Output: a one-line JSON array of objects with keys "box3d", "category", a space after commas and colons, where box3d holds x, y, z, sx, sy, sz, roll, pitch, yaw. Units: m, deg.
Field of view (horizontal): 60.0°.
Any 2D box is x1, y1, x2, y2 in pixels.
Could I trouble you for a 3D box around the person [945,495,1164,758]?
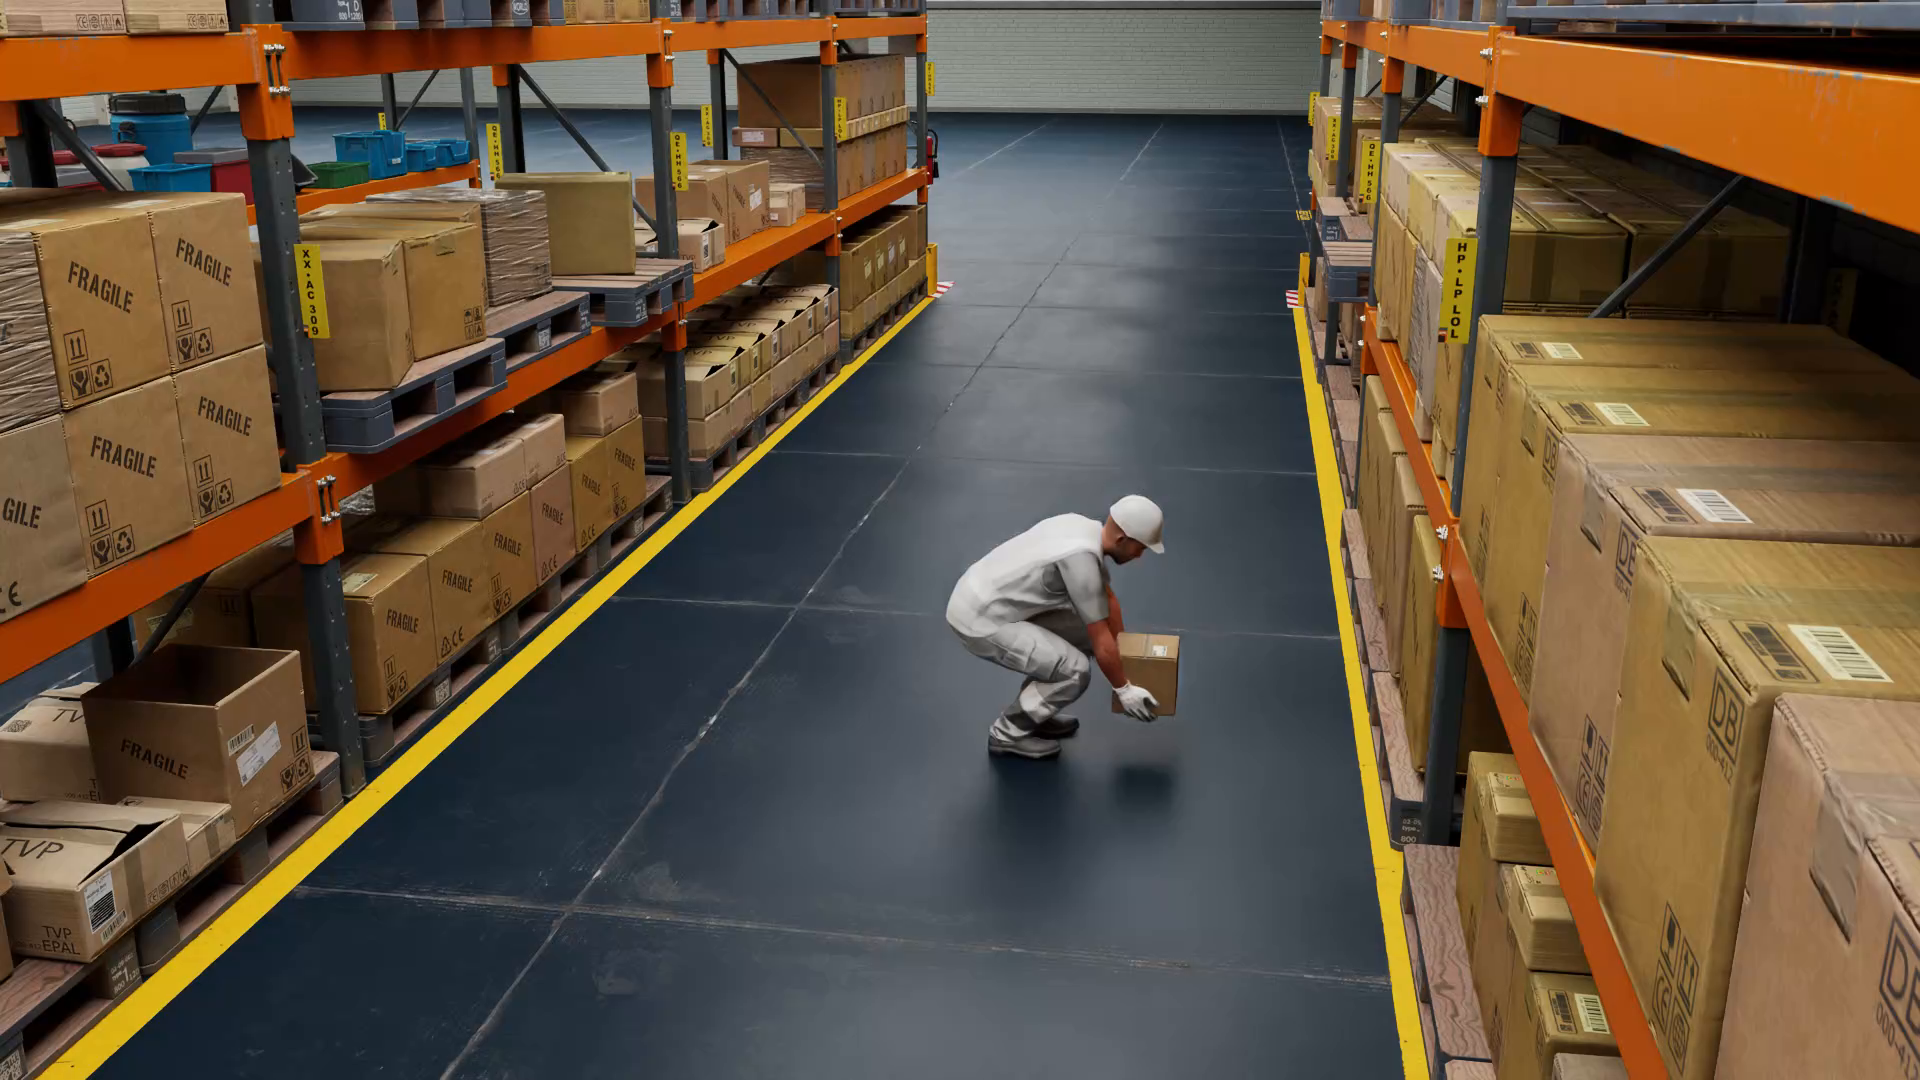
[{"box3d": [0.386, 0.322, 6.717, 0.870, 1.055, 0.575, 3, 18, 9], "category": "person"}]
